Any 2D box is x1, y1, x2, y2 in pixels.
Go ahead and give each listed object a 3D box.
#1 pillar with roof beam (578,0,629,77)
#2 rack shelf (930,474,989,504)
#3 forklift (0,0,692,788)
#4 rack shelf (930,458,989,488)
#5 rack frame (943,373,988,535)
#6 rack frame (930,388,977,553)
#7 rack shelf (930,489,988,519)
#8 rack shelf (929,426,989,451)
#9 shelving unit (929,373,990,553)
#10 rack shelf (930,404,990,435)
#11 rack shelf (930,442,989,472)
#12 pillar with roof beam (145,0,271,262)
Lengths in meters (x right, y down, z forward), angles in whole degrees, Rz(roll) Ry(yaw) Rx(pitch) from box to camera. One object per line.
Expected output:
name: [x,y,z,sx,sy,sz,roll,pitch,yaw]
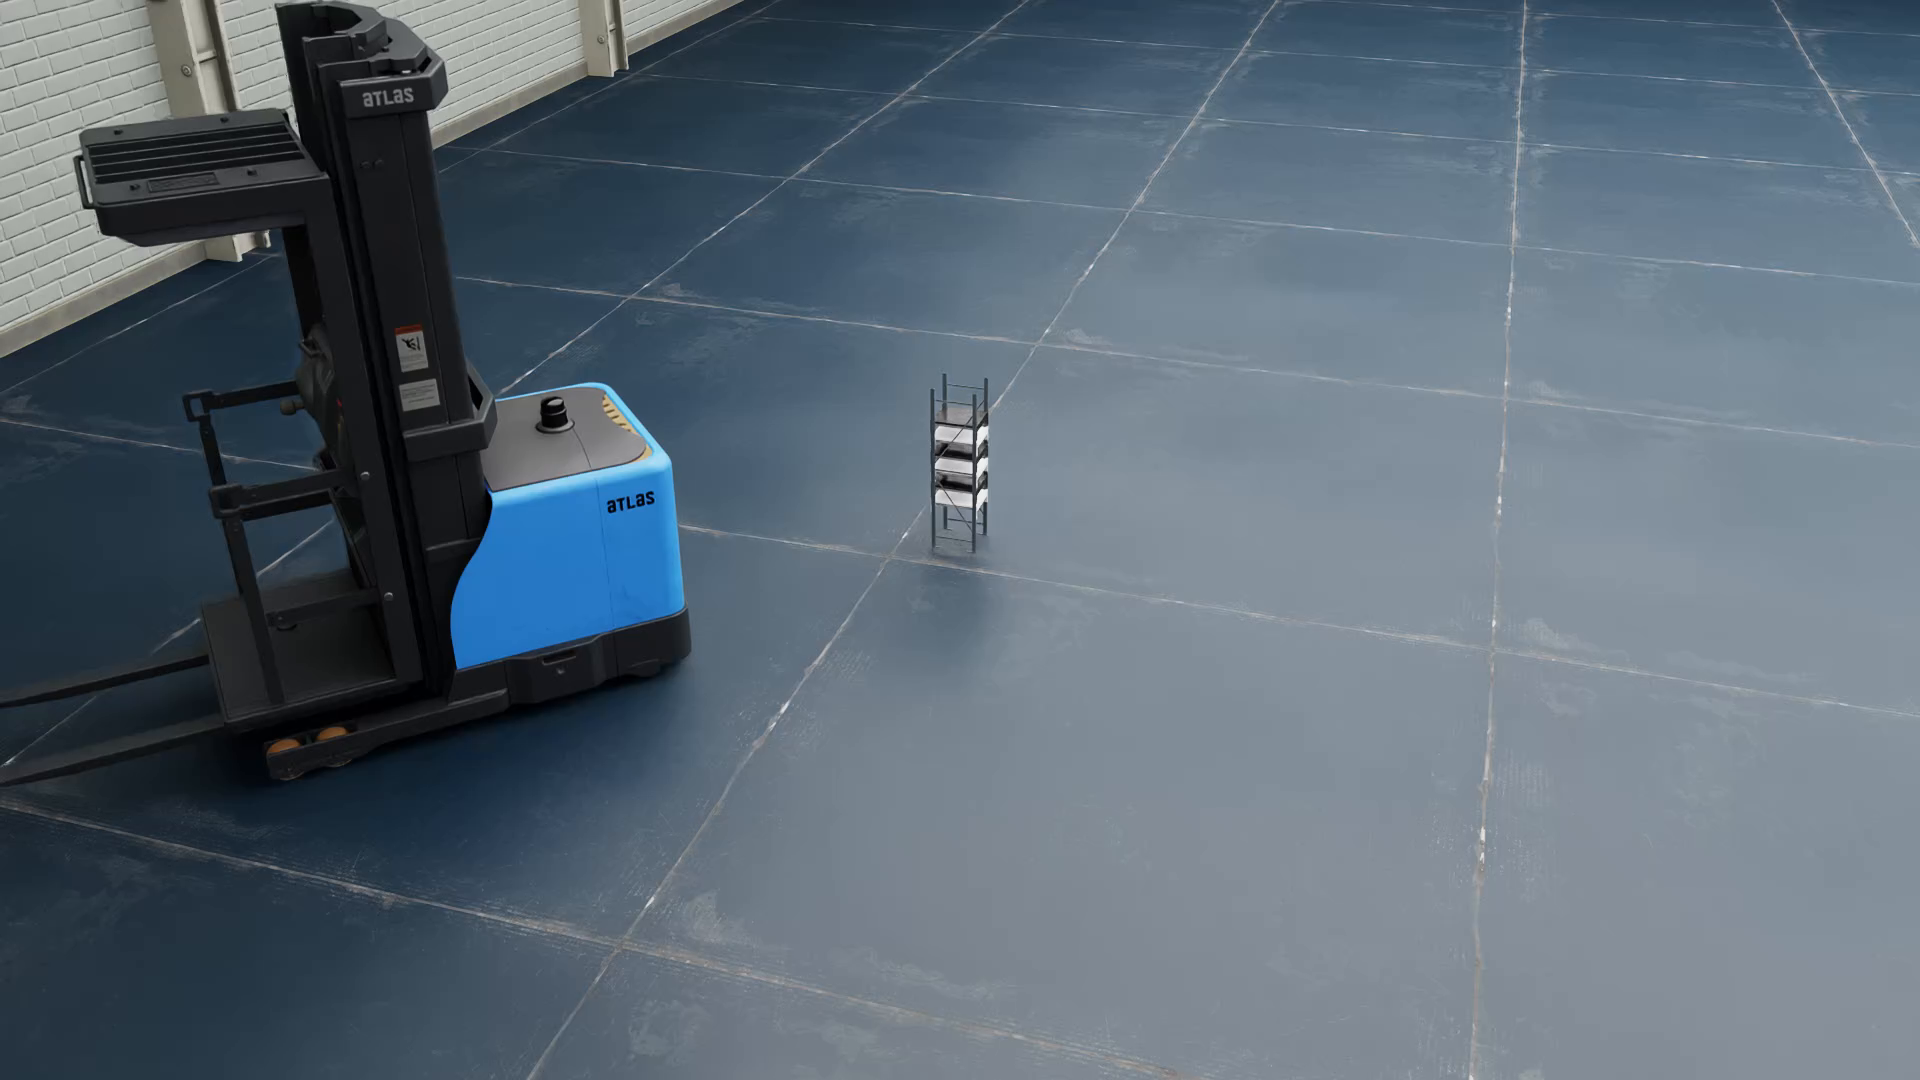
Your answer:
pillar with roof beam: [0.356,-8.311,14.433,9.100,9.000,0.400,8,30,15]
rack shelf: [-0.002,-0.282,8.584,0.258,0.077,0.200,8,30,15]
forklift: [-2.789,-0.572,6.764,3.031,2.935,1.130,-14,32,-24]
rack shelf: [-0.002,-0.360,8.541,0.258,0.077,0.200,8,30,15]
rack frame: [0.027,-0.437,8.609,0.240,0.900,0.006,8,30,15]
rack frame: [-0.032,-0.342,8.440,0.240,0.900,0.006,8,30,15]
rack shelf: [-0.002,-0.203,8.628,0.258,0.077,0.200,8,30,15]
rack shelf: [-0.002,-0.518,8.453,0.258,0.077,0.200,8,30,15]
shelving unit: [-0.002,-0.389,8.524,0.258,0.900,0.210,8,30,15]
rack shelf: [-0.002,-0.596,8.409,0.258,0.077,0.200,8,30,15]
rack shelf: [-0.002,-0.439,8.497,0.258,0.077,0.200,8,30,15]
pillar with roof beam: [-1.405,-5.522,9.420,9.100,9.000,0.400,8,30,15]
